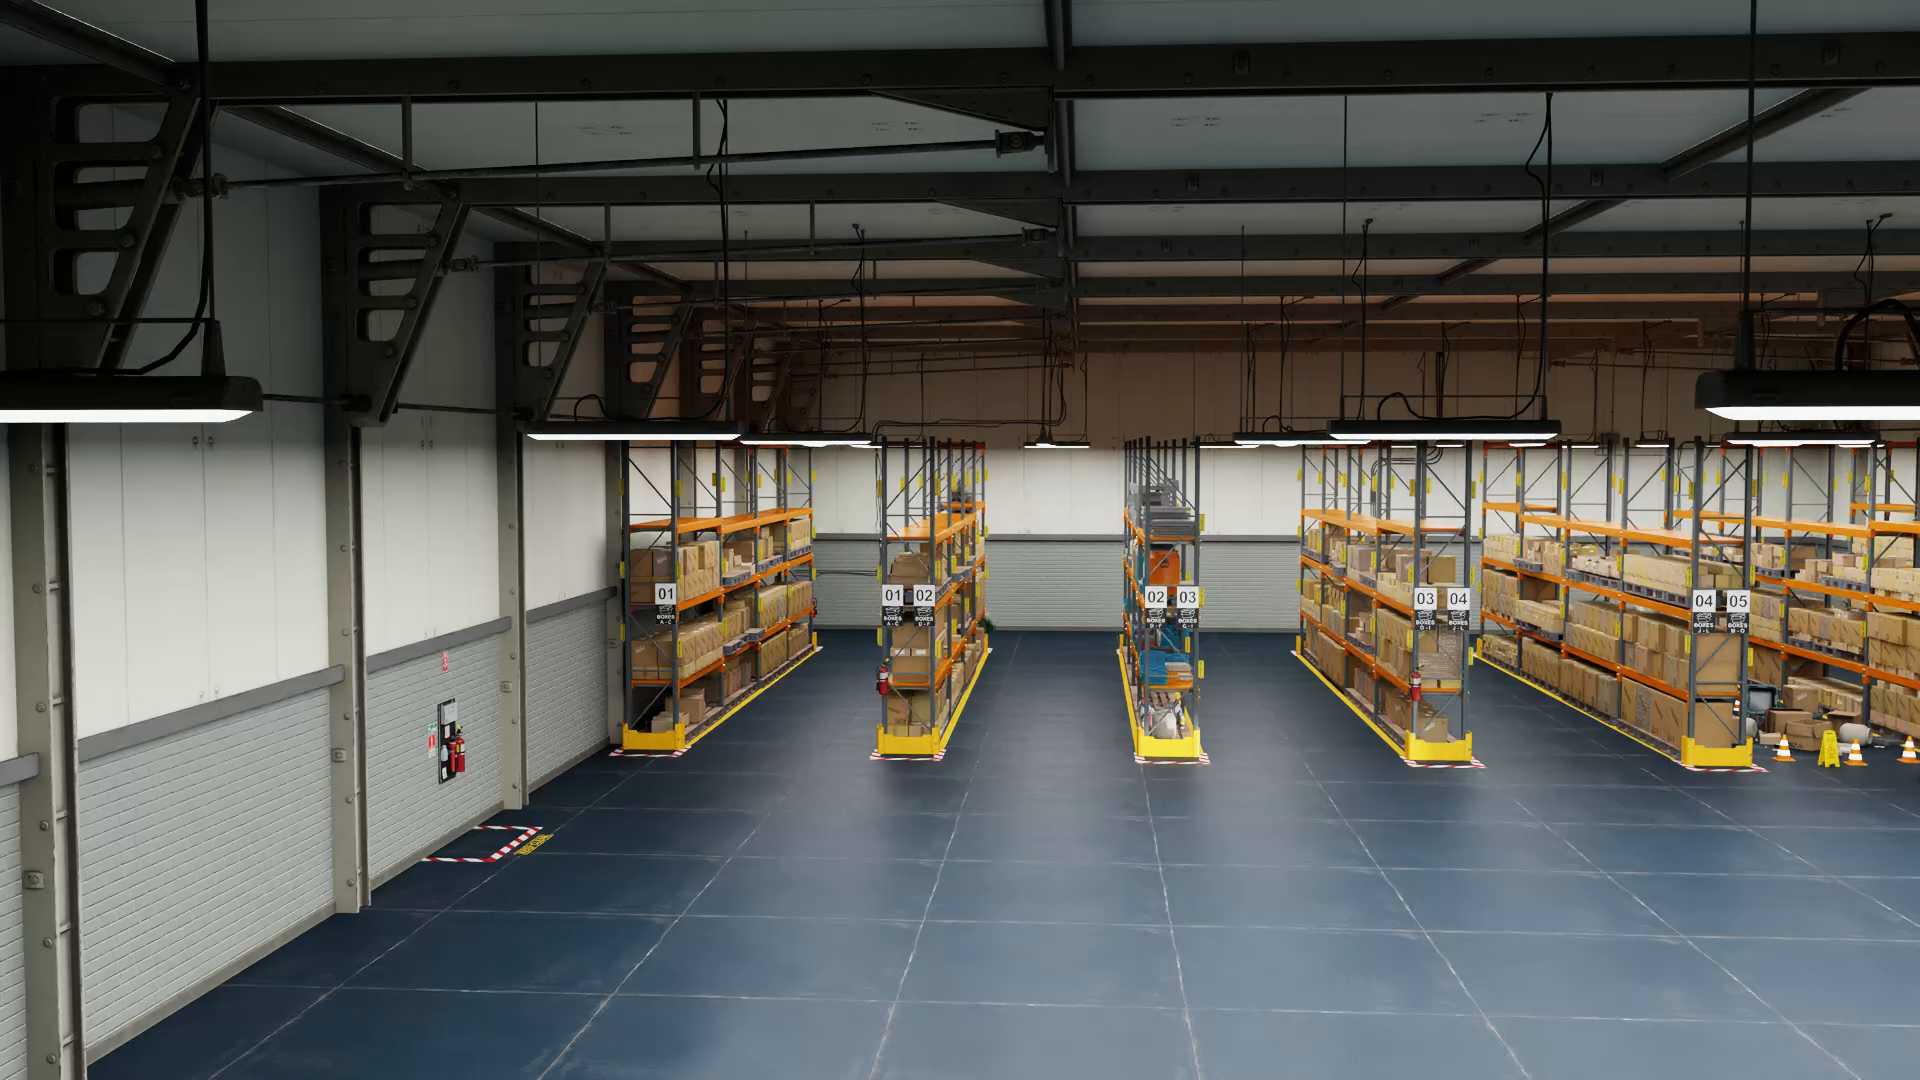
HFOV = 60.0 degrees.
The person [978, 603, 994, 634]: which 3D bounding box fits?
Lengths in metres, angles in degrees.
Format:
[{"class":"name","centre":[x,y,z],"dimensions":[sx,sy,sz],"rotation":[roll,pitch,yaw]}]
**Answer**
[{"class":"person","centre":[0.689,2.261,48.668],"dimensions":[0.607,1.719,0.642],"rotation":[1,3,22]}]

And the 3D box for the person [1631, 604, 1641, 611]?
[{"class":"person","centre":[19.210,2.379,47.336],"dimensions":[0.506,1.668,0.586],"rotation":[1,3,10]}]
